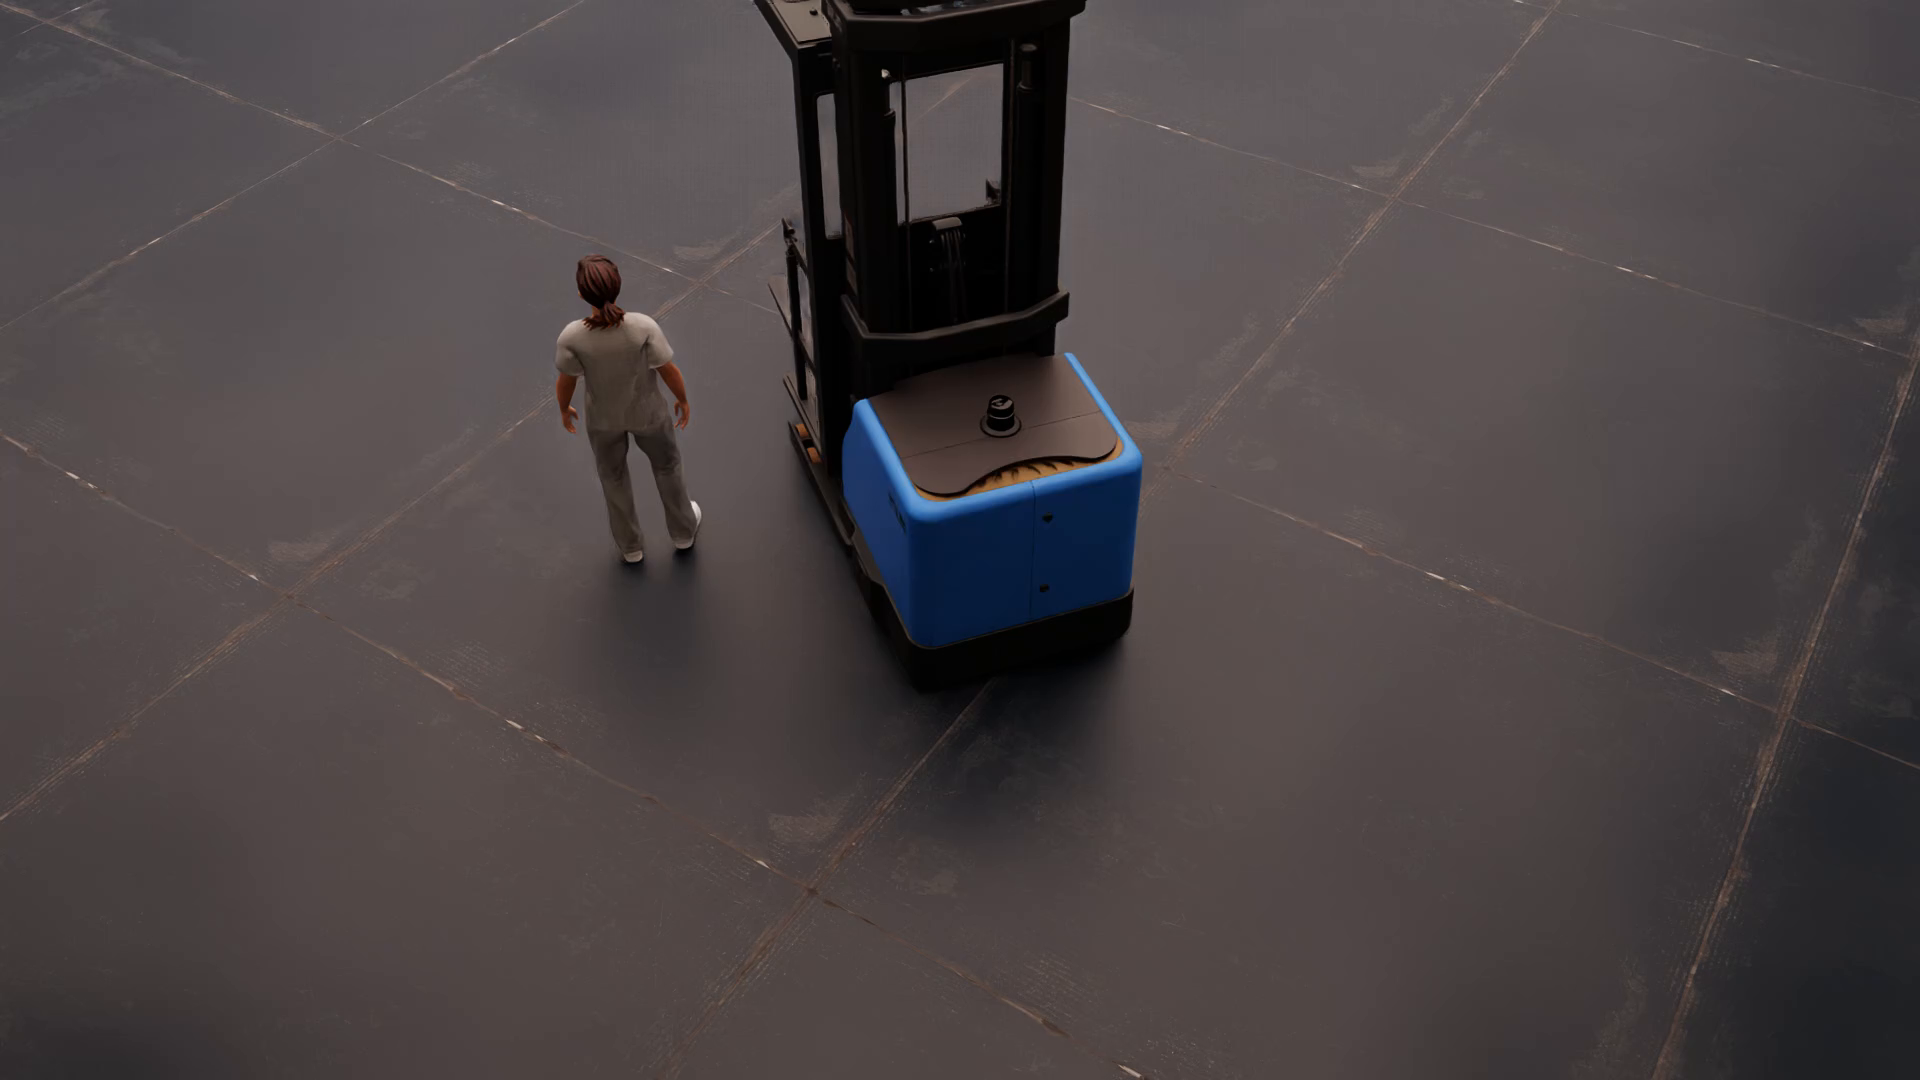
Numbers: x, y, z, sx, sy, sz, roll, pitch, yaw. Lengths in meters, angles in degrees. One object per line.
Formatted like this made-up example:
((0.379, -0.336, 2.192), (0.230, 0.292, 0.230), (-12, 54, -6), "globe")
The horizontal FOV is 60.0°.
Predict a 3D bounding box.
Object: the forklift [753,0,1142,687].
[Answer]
((-0.220, -1.457, 7.385), (1.130, 2.935, 3.031), (-14, 45, -15), "forklift")

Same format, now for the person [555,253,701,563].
((-1.484, -0.580, 7.379), (0.558, 1.669, 0.466), (-7, 44, -7), "person")
